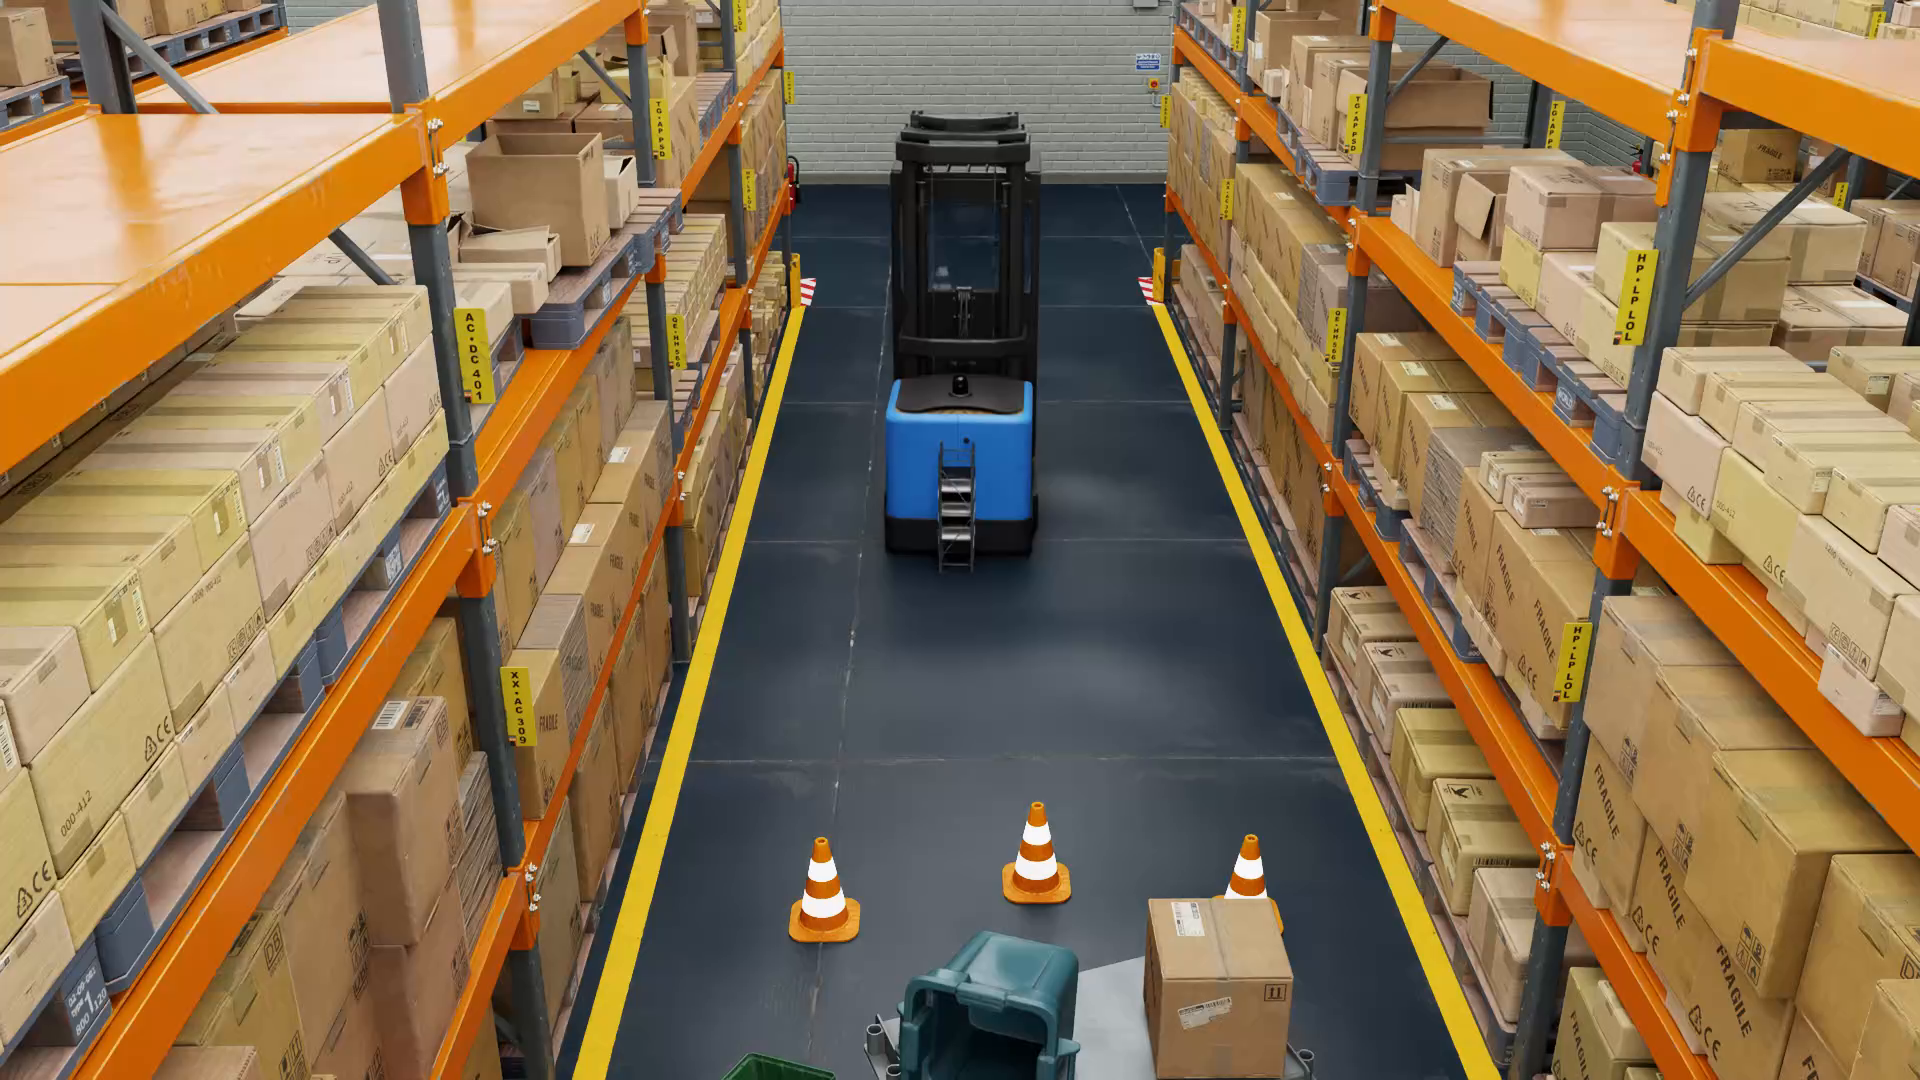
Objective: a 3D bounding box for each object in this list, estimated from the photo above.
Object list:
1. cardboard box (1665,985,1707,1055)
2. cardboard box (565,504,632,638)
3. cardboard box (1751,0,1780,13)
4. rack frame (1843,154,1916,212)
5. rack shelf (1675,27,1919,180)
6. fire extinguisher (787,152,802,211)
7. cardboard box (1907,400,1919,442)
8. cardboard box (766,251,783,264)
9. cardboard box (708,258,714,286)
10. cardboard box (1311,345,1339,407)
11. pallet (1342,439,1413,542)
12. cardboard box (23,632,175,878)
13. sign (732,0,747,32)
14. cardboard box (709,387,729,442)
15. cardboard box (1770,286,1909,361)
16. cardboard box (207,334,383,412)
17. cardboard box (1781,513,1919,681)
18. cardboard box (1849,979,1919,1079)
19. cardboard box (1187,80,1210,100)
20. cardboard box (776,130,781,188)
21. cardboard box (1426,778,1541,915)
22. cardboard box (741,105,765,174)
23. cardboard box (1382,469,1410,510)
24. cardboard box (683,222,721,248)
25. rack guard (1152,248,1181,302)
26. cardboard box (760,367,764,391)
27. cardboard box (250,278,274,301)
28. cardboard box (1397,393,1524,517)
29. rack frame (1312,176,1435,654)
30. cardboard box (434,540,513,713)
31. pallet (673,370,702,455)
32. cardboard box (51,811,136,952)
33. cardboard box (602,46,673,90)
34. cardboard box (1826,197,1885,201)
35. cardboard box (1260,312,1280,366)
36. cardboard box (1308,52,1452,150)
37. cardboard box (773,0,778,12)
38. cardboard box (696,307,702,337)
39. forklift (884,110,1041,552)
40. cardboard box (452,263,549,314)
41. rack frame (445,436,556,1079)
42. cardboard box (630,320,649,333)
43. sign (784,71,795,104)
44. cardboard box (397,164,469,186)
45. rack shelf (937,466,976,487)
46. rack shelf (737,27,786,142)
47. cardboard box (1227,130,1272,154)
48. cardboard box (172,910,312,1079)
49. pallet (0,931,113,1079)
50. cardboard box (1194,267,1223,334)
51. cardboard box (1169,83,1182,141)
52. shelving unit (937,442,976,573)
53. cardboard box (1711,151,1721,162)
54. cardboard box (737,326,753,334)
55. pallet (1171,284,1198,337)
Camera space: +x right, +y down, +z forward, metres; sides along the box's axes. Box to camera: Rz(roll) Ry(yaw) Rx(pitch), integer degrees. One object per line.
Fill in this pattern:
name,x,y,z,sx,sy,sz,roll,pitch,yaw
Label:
cardboard box,2.537,1.535,5.405,0.380,0.149,0.250,0,24,1
cardboard box,-1.901,0.151,8.039,0.500,0.500,0.500,0,24,0
cardboard box,7.407,-4.846,14.783,0.500,0.250,0.500,0,24,1
rack frame,7.675,-2.347,13.682,1.000,3.000,0.127,0,24,-1
rack shelf,2.821,-0.606,3.431,1.077,0.370,4.000,0,24,-1
fire extinguisher,-1.822,-3.808,17.459,0.296,0.674,0.183,0,24,-1
cardboard box,3.013,-0.298,4.849,0.380,0.149,0.250,0,24,1
cardboard box,-2.022,-2.854,17.031,0.380,0.149,0.250,0,24,0
cardboard box,-2.024,-1.985,12.316,0.380,0.149,0.250,-1,24,-2
cardboard box,2.496,-1.033,10.352,0.500,0.250,0.500,0,24,-1
pallet,2.870,-0.294,9.376,1.213,0.211,1.003,0,24,-1
cardboard box,-1.868,0.398,3.164,0.500,0.250,0.500,0,24,-1
sign,-1.682,-4.045,12.691,0.100,0.325,0.005,0,24,-1
cardboard box,-1.964,-0.918,12.136,0.500,0.250,0.500,-1,24,-3
cardboard box,3.193,-0.759,6.203,0.500,0.250,0.500,-1,24,-2
cardboard box,-1.822,-0.458,4.573,0.380,0.149,0.250,0,24,-1
cardboard box,2.537,0.141,4.362,0.500,0.250,0.500,0,24,0
cardboard box,2.512,1.357,3.796,0.700,0.500,0.500,-1,24,-1
cardboard box,2.378,-4.297,15.872,0.380,0.149,0.250,-1,24,-2
cardboard box,-2.018,-3.692,16.174,0.500,0.500,0.500,-1,24,-1
cardboard box,2.779,1.467,7.928,0.950,0.372,0.625,1,24,3
cardboard box,-1.994,-3.504,14.545,0.500,0.500,0.500,0,24,0
cardboard box,2.482,-0.274,8.894,0.380,0.149,0.250,0,24,0
cardboard box,-2.034,-2.332,12.722,0.380,0.149,0.250,-1,24,-2
rack guard,2.668,-2.842,17.811,1.175,0.500,0.348,0,24,-1
cardboard box,-1.923,-1.413,14.566,0.380,0.149,0.250,0,24,1
cardboard box,-7.145,-2.512,16.115,0.875,0.875,0.875,0,24,-1
cardboard box,2.554,-0.427,8.446,0.500,0.500,0.500,0,24,0
rack frame,2.755,-0.675,9.985,1.000,3.000,0.127,0,24,-1
cardboard box,-2.161,0.332,6.425,0.700,0.500,0.500,-1,24,-1
pallet,-2.308,-0.817,10.532,1.213,0.211,1.003,0,24,-1
cardboard box,-1.801,0.638,3.117,0.380,0.149,0.250,0,24,0
cardboard box,-1.970,-2.857,10.120,0.396,0.266,0.258,0,24,-1
cardboard box,7.927,-2.826,14.563,0.500,0.250,0.500,0,24,-1
cardboard box,2.445,-1.442,11.863,0.500,0.250,0.500,-1,24,-1
cardboard box,2.554,-2.685,10.160,0.700,0.500,0.500,-1,24,-3
cardboard box,-2.021,-5.245,16.025,0.500,0.250,0.500,-1,24,-2
cardboard box,-2.014,-1.526,11.664,0.380,0.149,0.250,-1,24,-2
forklift,0.051,-1.817,12.595,1.130,2.935,3.031,1,24,2
cardboard box,-1.905,-1.030,6.805,0.380,0.149,0.250,0,24,-1
rack frame,-2.150,1.037,6.199,1.000,3.000,0.127,0,24,-1
cardboard box,-2.010,-1.261,10.354,0.380,0.149,0.250,-1,24,-2
sign,-1.726,-4.573,16.816,0.100,0.325,0.005,0,24,-1
cardboard box,-2.400,-1.640,8.031,0.500,0.250,0.500,0,24,1
rack shelf,-0.022,-0.438,11.436,0.258,0.077,0.200,1,24,2
rack shelf,-2.259,-4.122,14.840,1.077,0.370,4.000,0,24,-1
cardboard box,2.390,-3.245,13.546,0.380,0.149,0.250,-1,24,-2
cardboard box,-2.176,1.297,4.133,0.875,0.550,0.500,0,24,-1
pallet,-2.125,1.054,2.631,1.003,0.211,1.213,0,24,-1
cardboard box,2.794,-2.347,16.281,0.875,0.438,0.875,0,24,1
cardboard box,2.388,-4.273,16.607,0.500,0.500,0.500,-1,24,-2
shelving unit,-0.022,-0.223,11.534,0.258,0.900,0.210,1,24,2
cardboard box,7.373,-3.666,16.421,0.500,0.250,0.500,0,24,0
cardboard box,-2.029,-1.783,14.664,0.380,0.149,0.250,-1,24,-1
pallet,2.755,-2.371,17.121,1.003,0.211,1.213,0,24,-1
